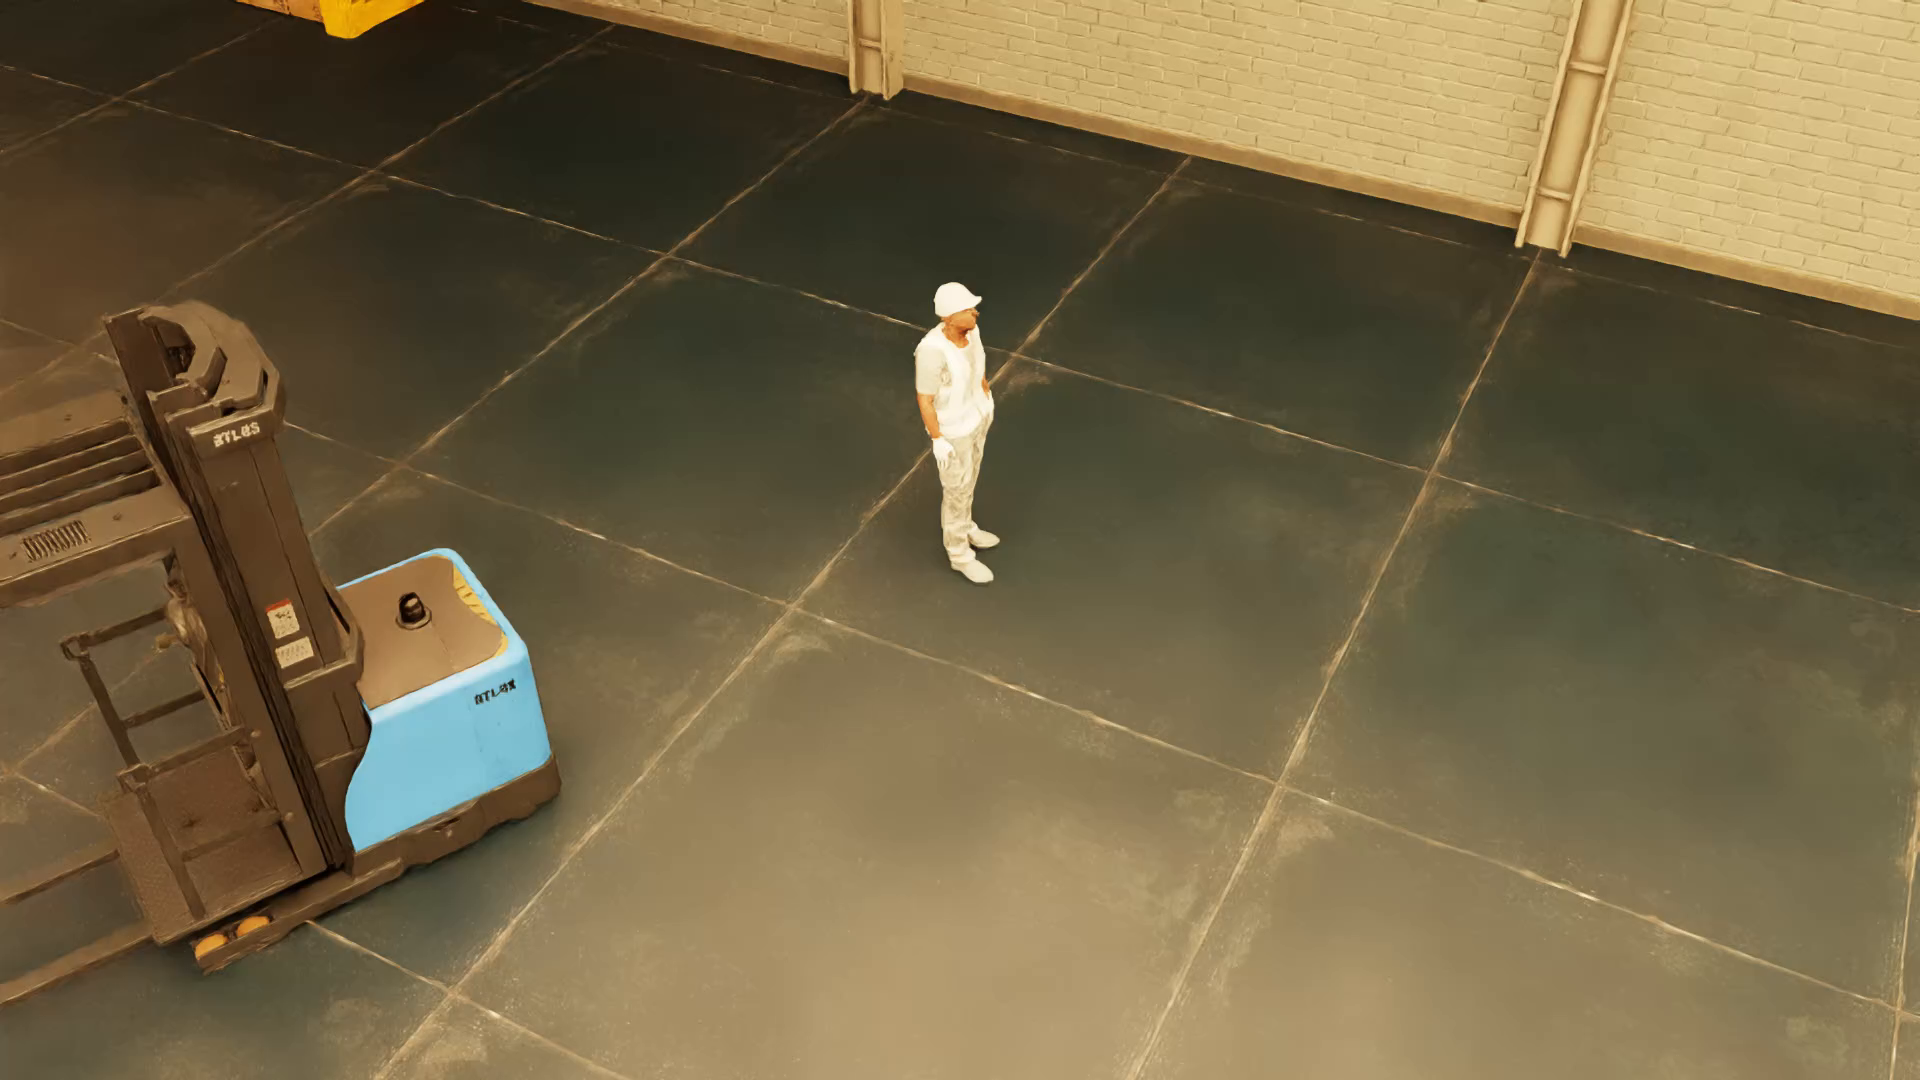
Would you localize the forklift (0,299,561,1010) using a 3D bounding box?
[{"bbox_3d":[-3.569,0.518,7.372,3.031,2.935,1.130,-25,46,-26],"label":"forklift"}]

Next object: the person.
[{"bbox_3d":[0.060,-0.662,9.652,0.576,1.782,0.655,18,43,21],"label":"person"}]
